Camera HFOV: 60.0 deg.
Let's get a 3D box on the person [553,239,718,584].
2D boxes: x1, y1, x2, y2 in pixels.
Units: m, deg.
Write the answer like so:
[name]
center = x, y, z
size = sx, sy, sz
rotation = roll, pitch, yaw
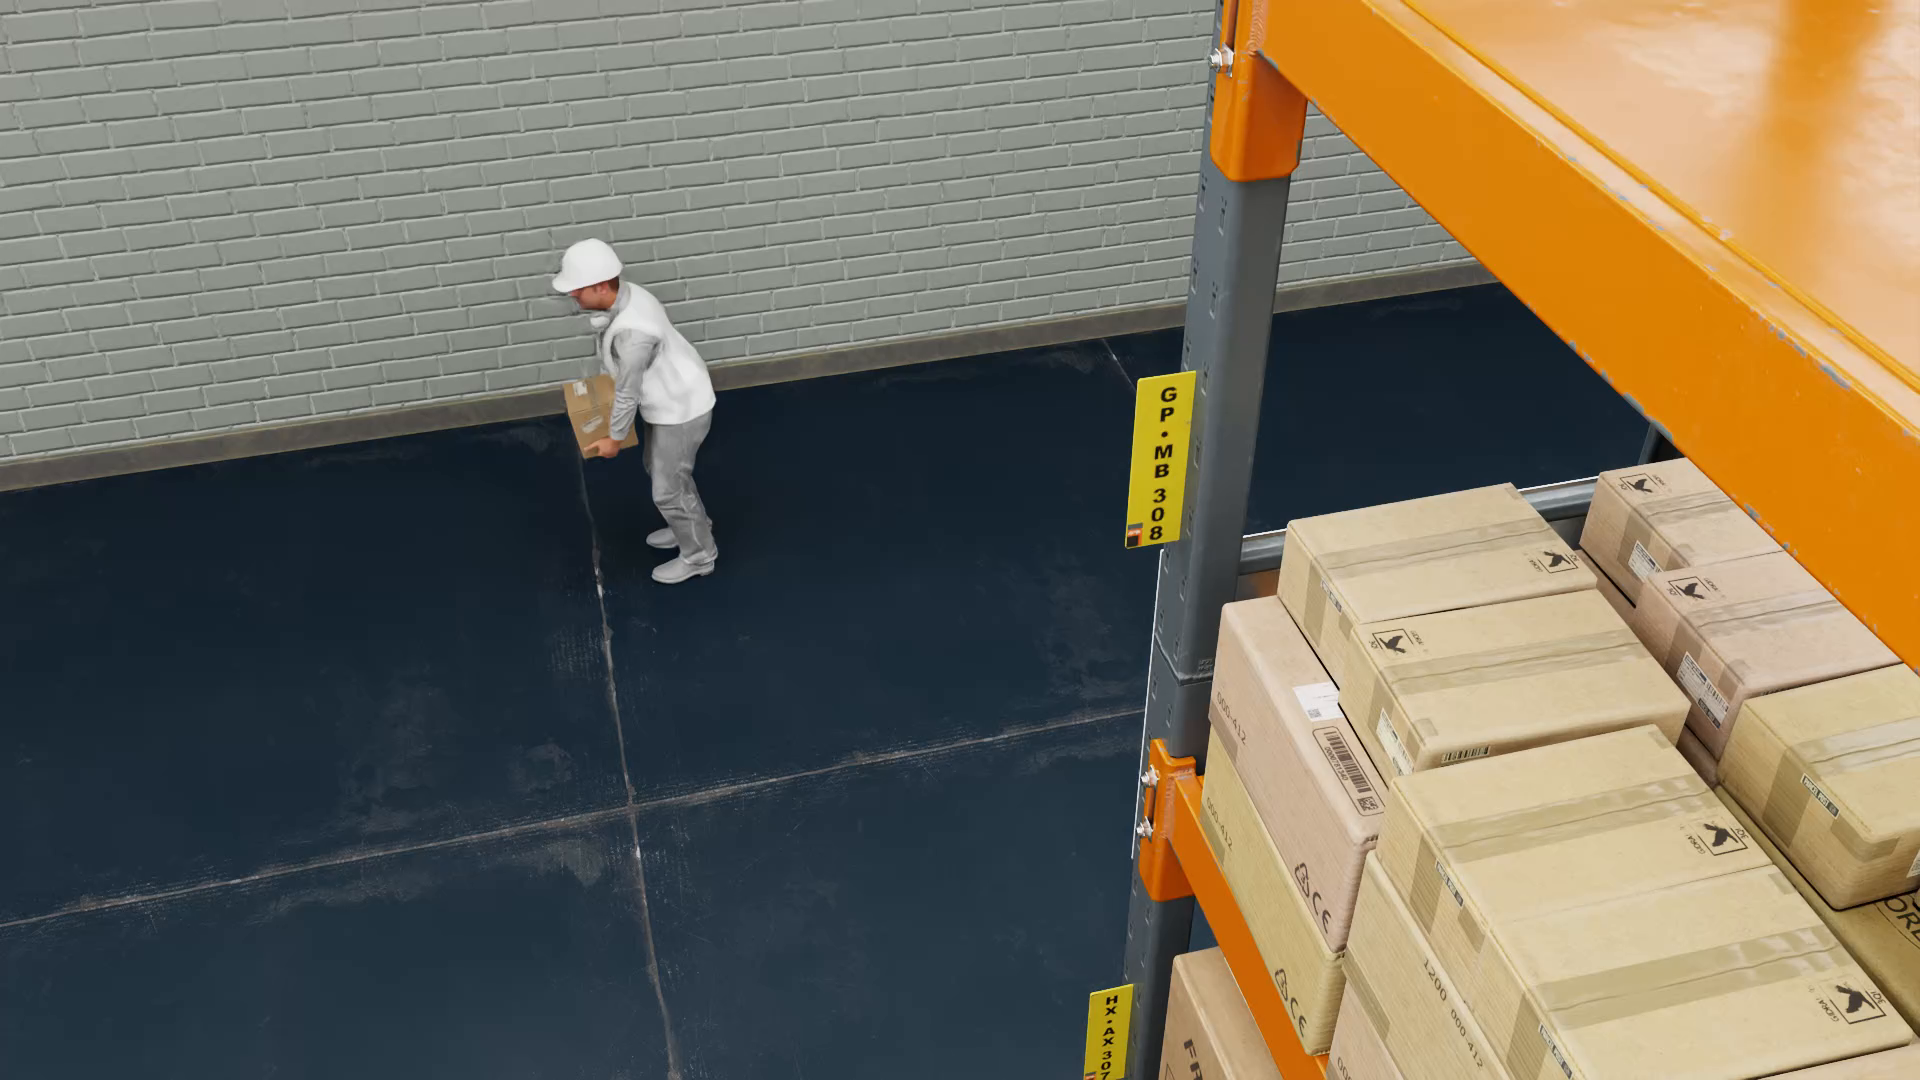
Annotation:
[person]
center = -1.400, -0.573, 7.412
size = 0.615, 1.722, 0.476
rotation = -10, 39, -13
